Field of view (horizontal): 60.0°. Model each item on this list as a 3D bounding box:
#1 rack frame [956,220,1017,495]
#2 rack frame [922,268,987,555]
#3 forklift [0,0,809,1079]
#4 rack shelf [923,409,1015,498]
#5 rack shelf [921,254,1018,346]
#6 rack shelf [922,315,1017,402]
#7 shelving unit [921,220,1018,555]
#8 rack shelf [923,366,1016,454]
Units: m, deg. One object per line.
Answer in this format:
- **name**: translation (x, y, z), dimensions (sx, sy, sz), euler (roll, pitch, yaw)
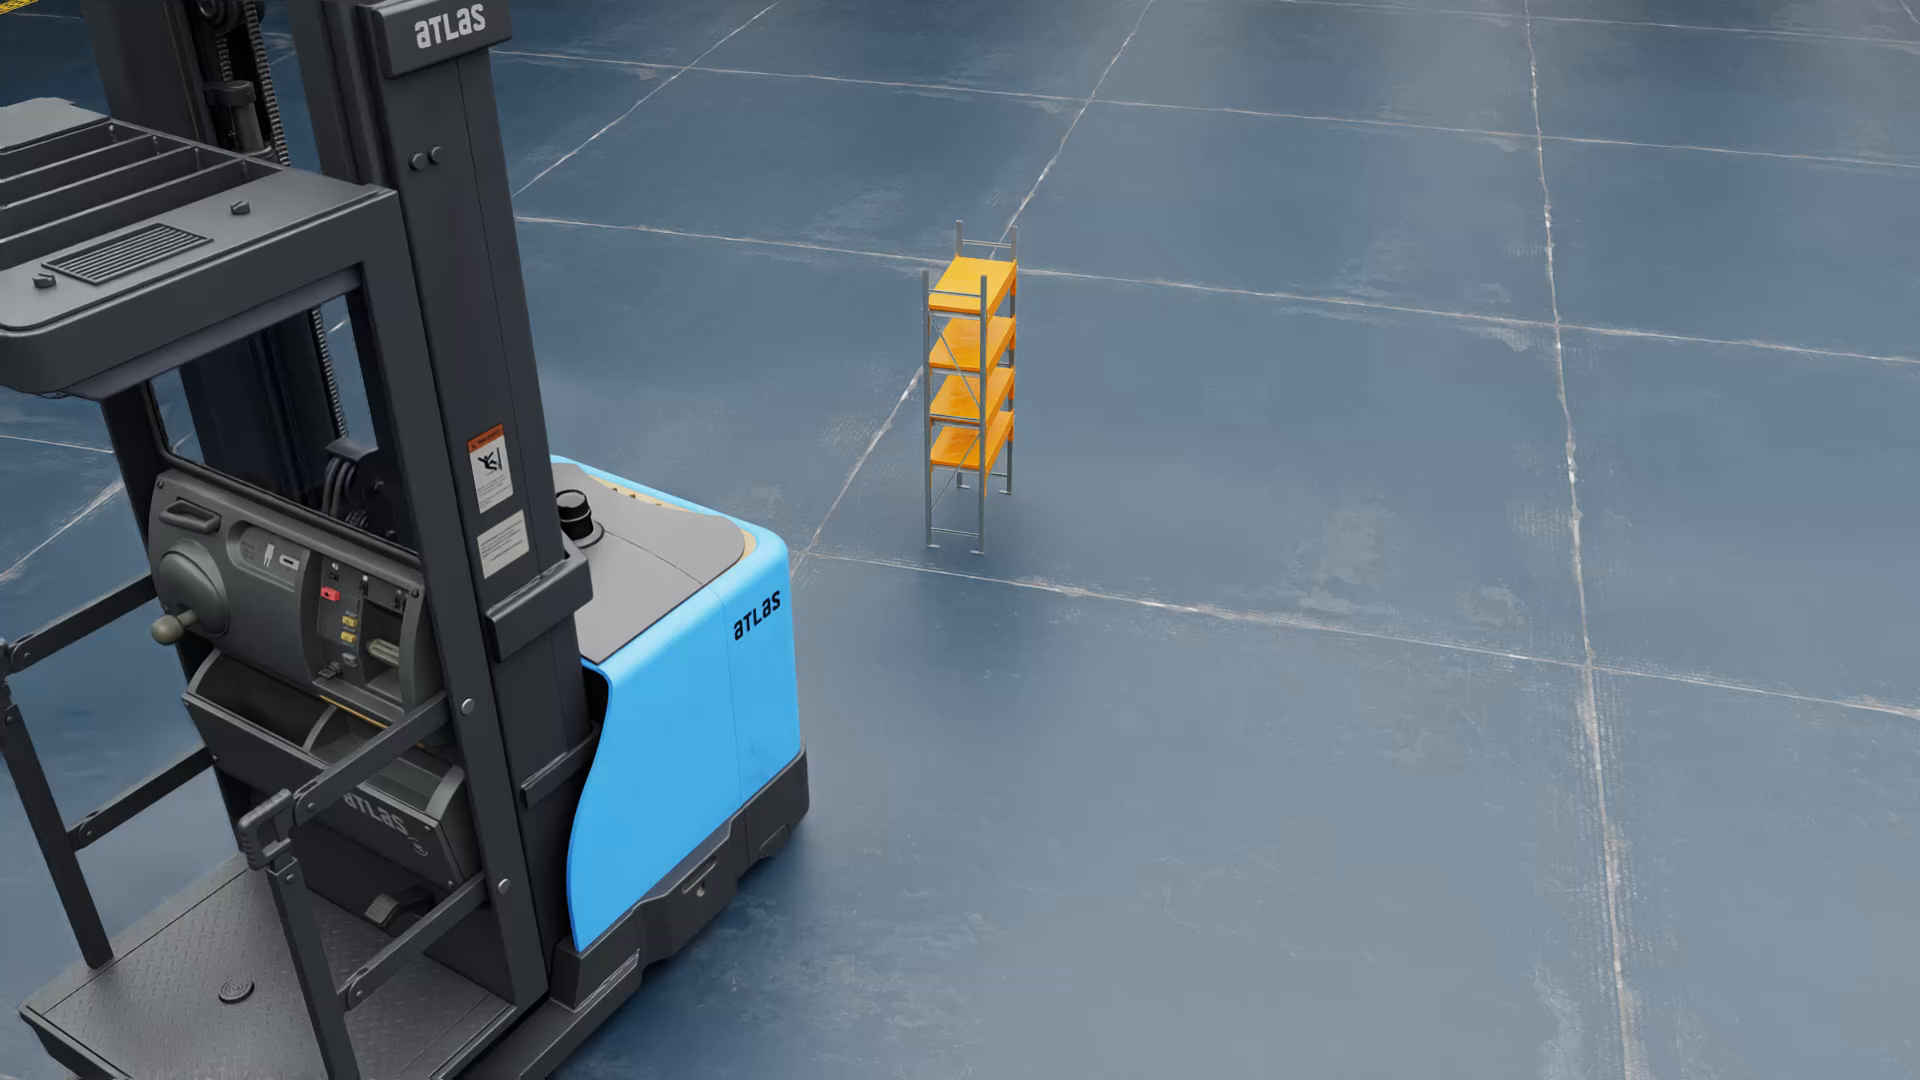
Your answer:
- **rack frame**: translation (0.104, -0.719, 6.762), dimensions (0.240, 1.200, 0.015), euler (8, 33, 12)
- **rack frame**: translation (-0.020, -0.466, 6.364), dimensions (0.240, 1.200, 0.015), euler (8, 33, 12)
- **forklift**: translation (-1.688, 0.188, 3.722), dimensions (1.130, 2.935, 3.031), euler (19, 37, 27)
- **rack shelf**: translation (0.042, -0.368, 6.706), dimensions (0.258, 0.148, 0.480), euler (8, 33, 12)
- **rack shelf**: translation (0.042, -0.924, 6.352), dimensions (0.258, 0.148, 0.480), euler (8, 33, 12)
- **rack shelf**: translation (0.042, -0.724, 6.479), dimensions (0.258, 0.148, 0.480), euler (8, 33, 12)
- **shelving unit**: translation (0.042, -0.592, 6.563), dimensions (0.258, 1.200, 0.503), euler (8, 33, 12)
- **rack shelf**: translation (0.042, -0.535, 6.599), dimensions (0.258, 0.148, 0.480), euler (8, 33, 12)
